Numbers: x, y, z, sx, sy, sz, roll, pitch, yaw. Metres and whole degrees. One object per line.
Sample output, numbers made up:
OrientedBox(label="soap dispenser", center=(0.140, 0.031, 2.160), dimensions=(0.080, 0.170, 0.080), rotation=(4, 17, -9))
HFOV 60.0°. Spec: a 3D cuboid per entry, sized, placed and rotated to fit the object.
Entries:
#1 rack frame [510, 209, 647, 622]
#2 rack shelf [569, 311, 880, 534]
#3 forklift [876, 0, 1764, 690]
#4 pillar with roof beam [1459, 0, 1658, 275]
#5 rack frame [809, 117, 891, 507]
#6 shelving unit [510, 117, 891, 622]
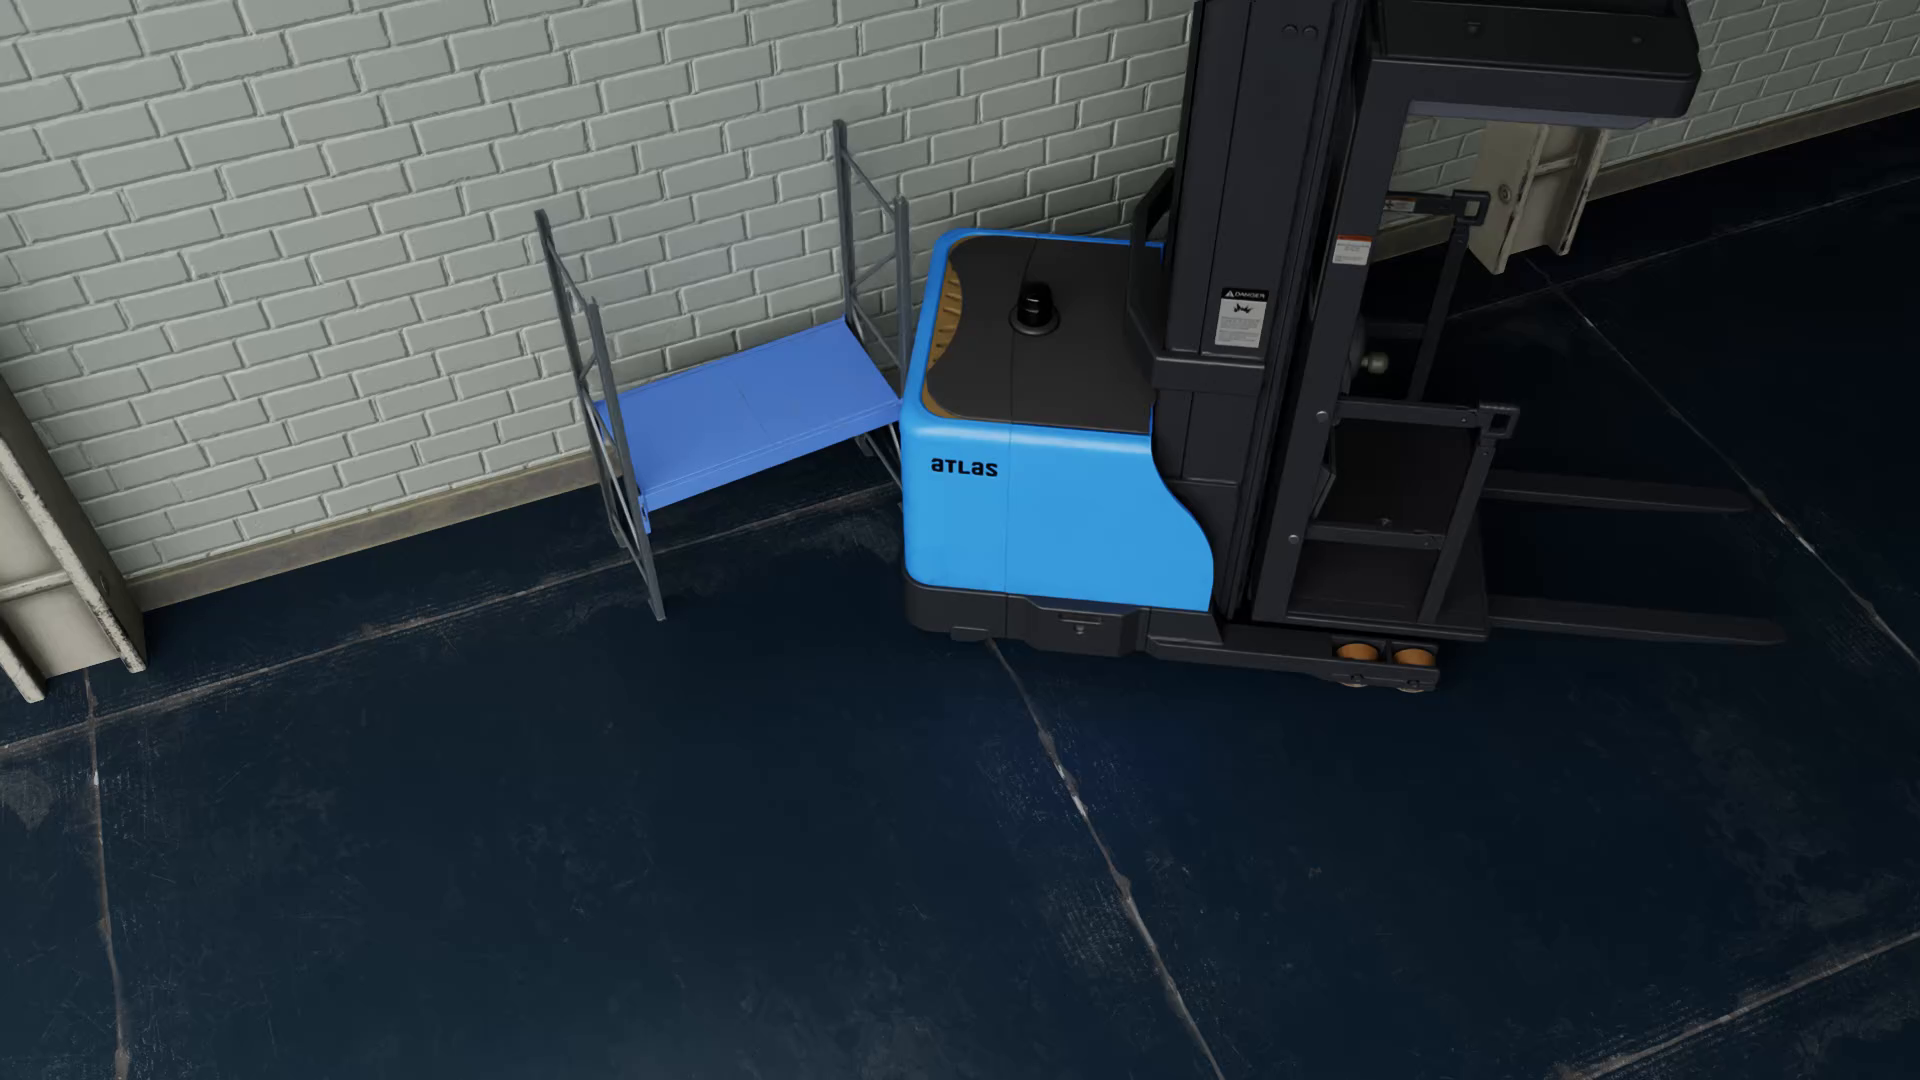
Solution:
OrientedBox(label="rack frame", center=(-1.262, -0.364, 5.574), dimensions=(0.032, 1.500, 0.500), rotation=(-22, 53, -18))
OrientedBox(label="rack shelf", center=(-0.814, -0.429, 5.867), dimensions=(1.000, 0.185, 0.538), rotation=(-22, 53, -18))
OrientedBox(label="forklift", center=(1.276, -0.861, 5.057), dimensions=(3.031, 2.935, 1.130), rotation=(5, 50, 4))
OrientedBox(label="pillar with roof beam", center=(4.077, -1.227, 1.372), dimensions=(0.400, 9.000, 9.100), rotation=(-17, 52, -14))
OrientedBox(label="rack frame", center=(-0.366, -0.729, 5.888), dimensions=(0.032, 1.500, 0.500), rotation=(-22, 53, -18))
OrientedBox(label="shelving unit", center=(-0.814, -0.547, 5.731), dimensions=(1.048, 1.500, 0.538), rotation=(-22, 53, -18))
